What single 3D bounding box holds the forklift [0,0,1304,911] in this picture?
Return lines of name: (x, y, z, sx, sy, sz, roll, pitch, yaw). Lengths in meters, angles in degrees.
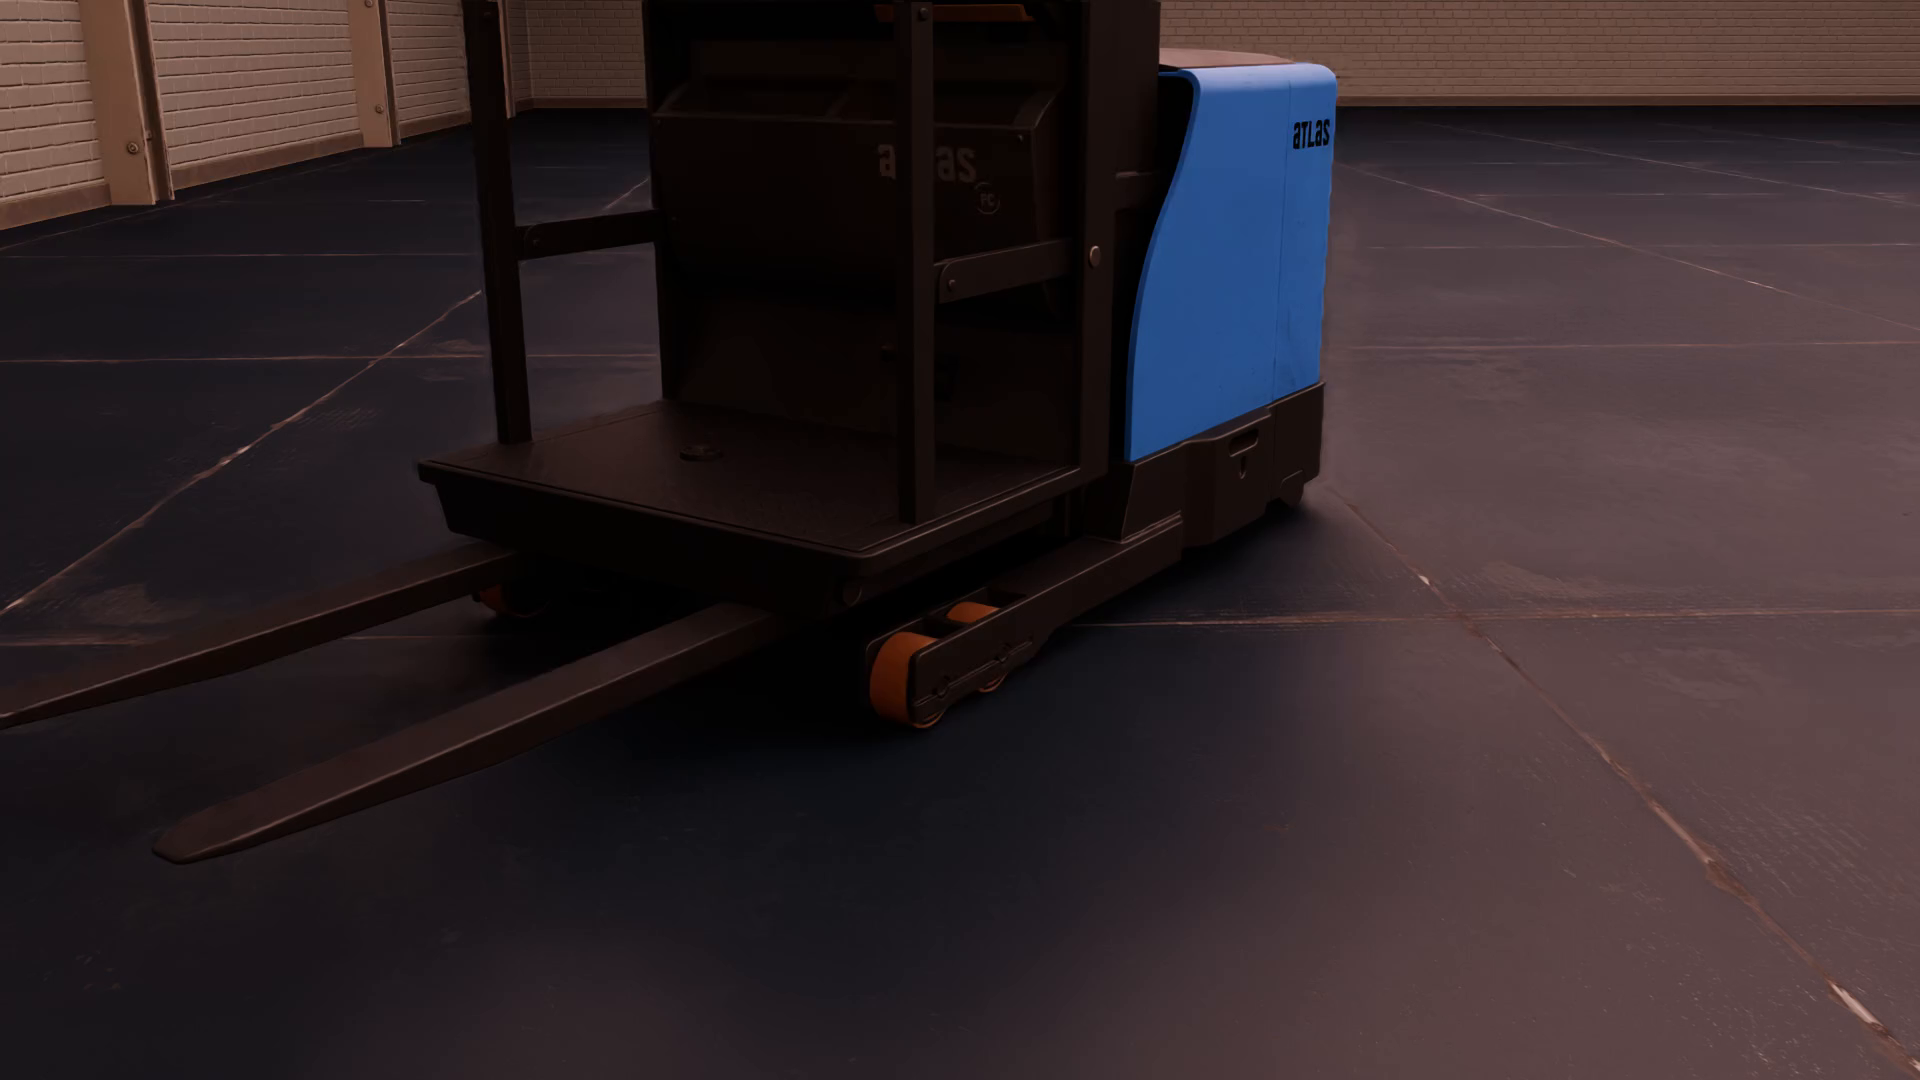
forklift: (-0.262, -1.223, 2.905, 1.130, 2.935, 3.031, 8, 19, 26)
